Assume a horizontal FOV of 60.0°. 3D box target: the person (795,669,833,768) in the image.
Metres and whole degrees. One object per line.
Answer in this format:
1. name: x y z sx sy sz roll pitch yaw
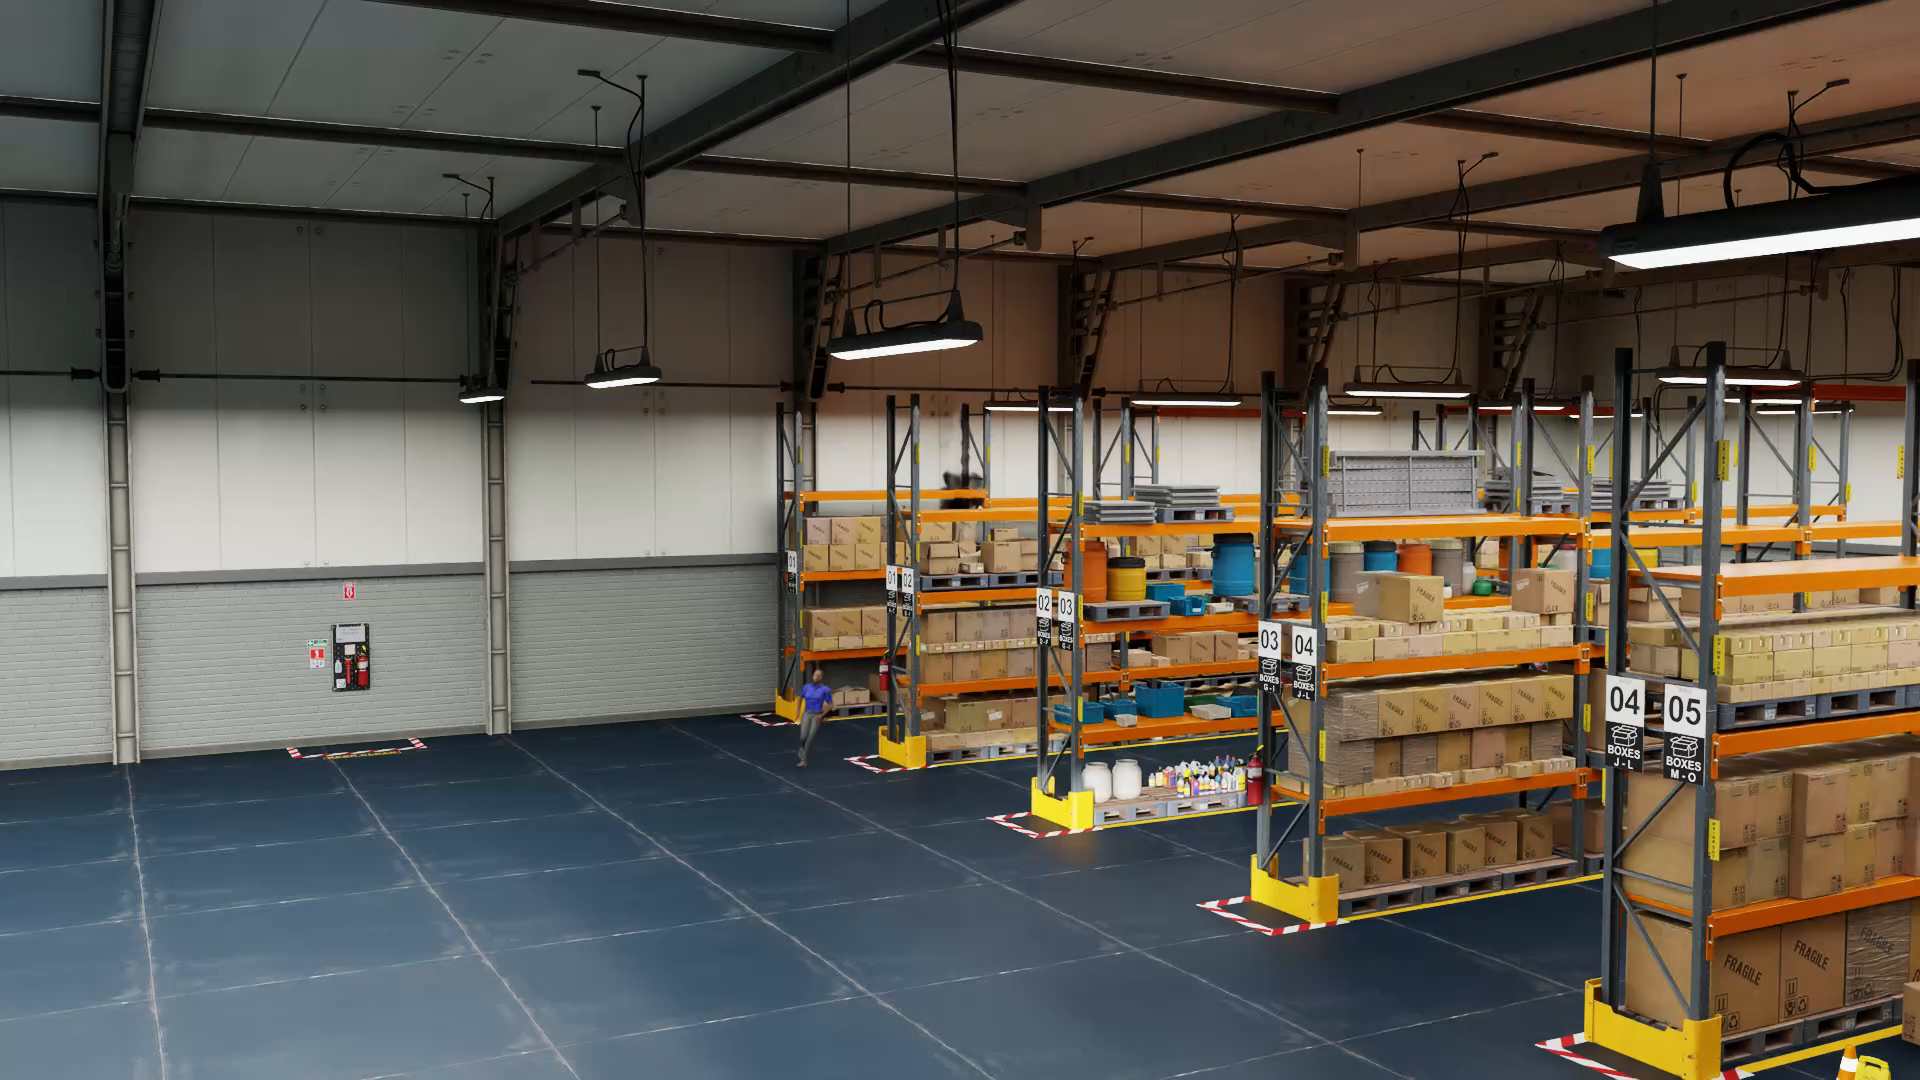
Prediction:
1. person: -2.358 2.865 26.738 0.618 1.580 0.510 0 3 7
